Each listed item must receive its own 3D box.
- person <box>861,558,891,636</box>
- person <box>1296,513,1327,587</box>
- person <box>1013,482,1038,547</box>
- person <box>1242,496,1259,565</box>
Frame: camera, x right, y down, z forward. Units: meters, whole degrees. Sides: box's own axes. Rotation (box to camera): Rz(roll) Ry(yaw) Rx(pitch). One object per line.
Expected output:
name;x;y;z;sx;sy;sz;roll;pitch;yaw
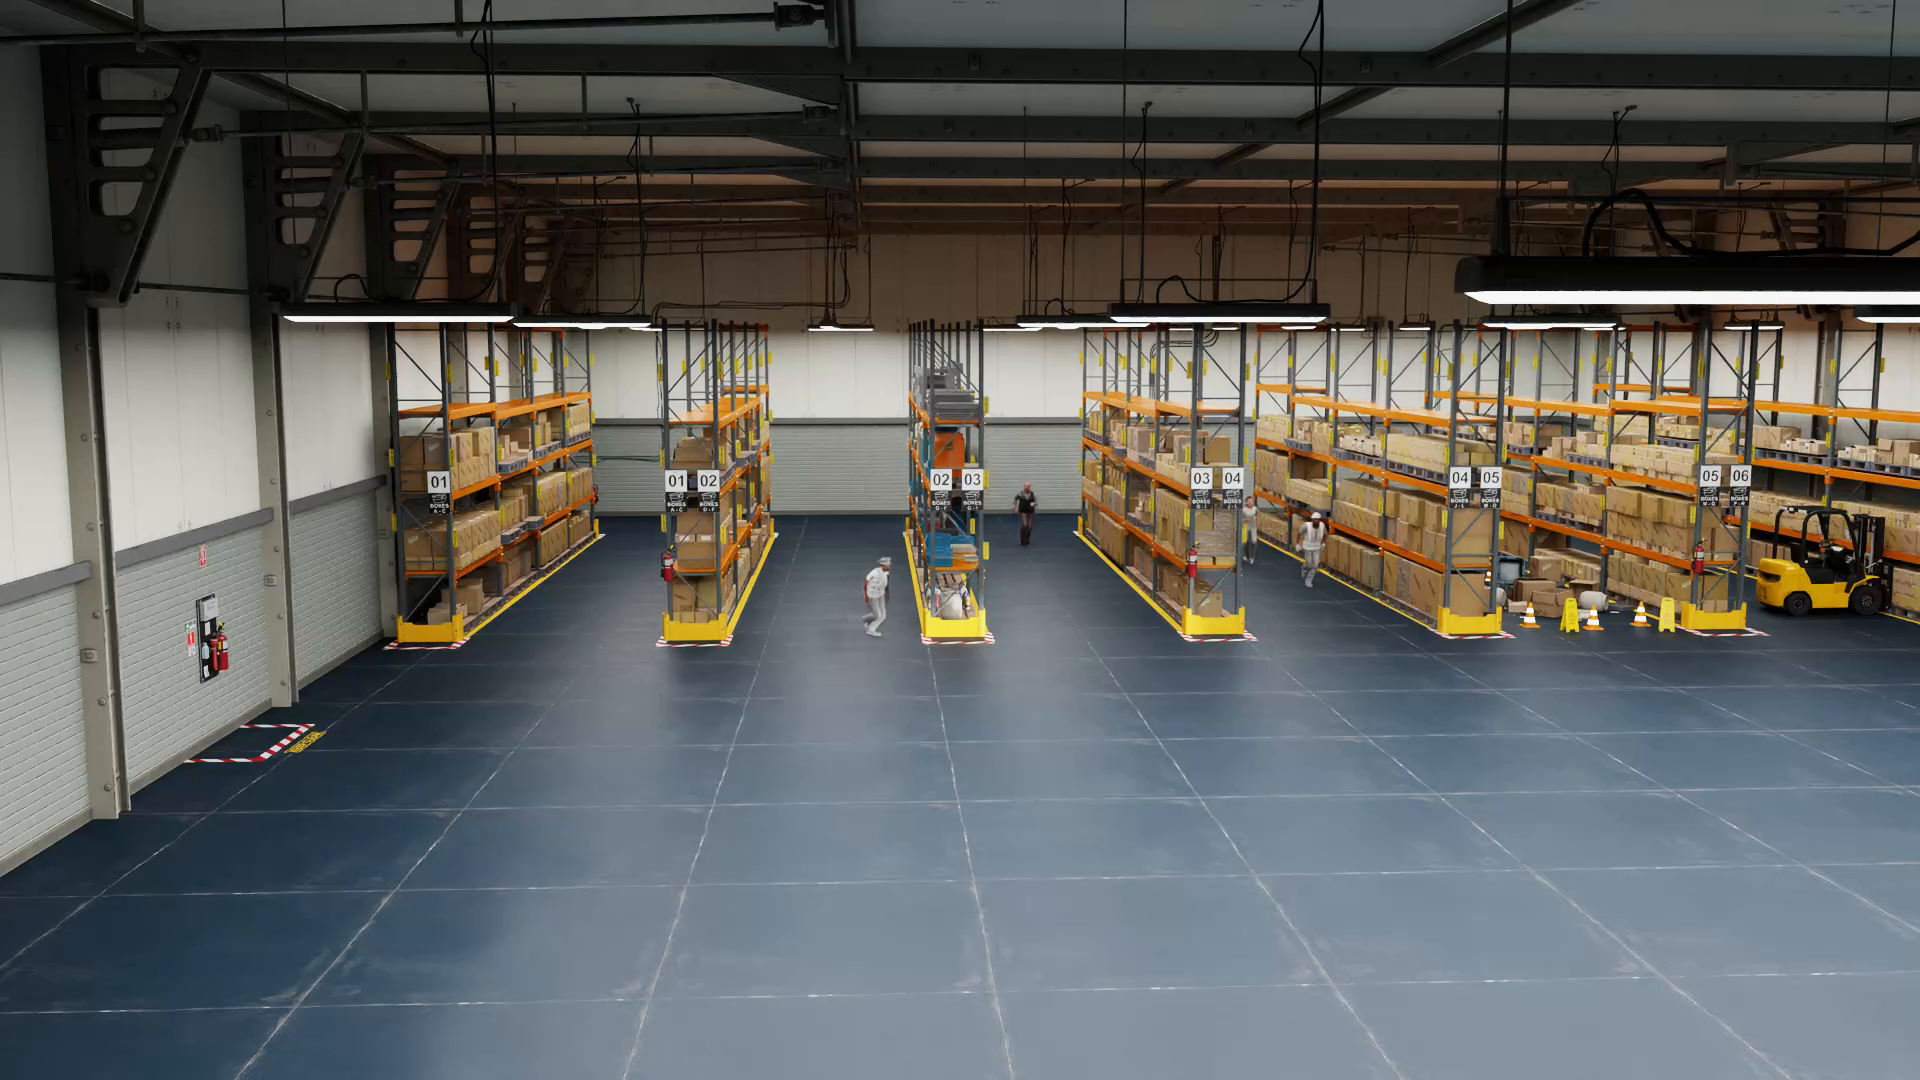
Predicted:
person;-1.613;1.069;31.602;0.760;1.519;0.575;6;9;41
person;8.014;0.205;37.887;0.668;1.706;0.706;-2;7;-16
person;1.807;-0.688;45.061;0.629;1.750;0.726;-2;7;-12
person;7.251;-0.241;41.628;0.540;1.712;0.818;0;7;-1
